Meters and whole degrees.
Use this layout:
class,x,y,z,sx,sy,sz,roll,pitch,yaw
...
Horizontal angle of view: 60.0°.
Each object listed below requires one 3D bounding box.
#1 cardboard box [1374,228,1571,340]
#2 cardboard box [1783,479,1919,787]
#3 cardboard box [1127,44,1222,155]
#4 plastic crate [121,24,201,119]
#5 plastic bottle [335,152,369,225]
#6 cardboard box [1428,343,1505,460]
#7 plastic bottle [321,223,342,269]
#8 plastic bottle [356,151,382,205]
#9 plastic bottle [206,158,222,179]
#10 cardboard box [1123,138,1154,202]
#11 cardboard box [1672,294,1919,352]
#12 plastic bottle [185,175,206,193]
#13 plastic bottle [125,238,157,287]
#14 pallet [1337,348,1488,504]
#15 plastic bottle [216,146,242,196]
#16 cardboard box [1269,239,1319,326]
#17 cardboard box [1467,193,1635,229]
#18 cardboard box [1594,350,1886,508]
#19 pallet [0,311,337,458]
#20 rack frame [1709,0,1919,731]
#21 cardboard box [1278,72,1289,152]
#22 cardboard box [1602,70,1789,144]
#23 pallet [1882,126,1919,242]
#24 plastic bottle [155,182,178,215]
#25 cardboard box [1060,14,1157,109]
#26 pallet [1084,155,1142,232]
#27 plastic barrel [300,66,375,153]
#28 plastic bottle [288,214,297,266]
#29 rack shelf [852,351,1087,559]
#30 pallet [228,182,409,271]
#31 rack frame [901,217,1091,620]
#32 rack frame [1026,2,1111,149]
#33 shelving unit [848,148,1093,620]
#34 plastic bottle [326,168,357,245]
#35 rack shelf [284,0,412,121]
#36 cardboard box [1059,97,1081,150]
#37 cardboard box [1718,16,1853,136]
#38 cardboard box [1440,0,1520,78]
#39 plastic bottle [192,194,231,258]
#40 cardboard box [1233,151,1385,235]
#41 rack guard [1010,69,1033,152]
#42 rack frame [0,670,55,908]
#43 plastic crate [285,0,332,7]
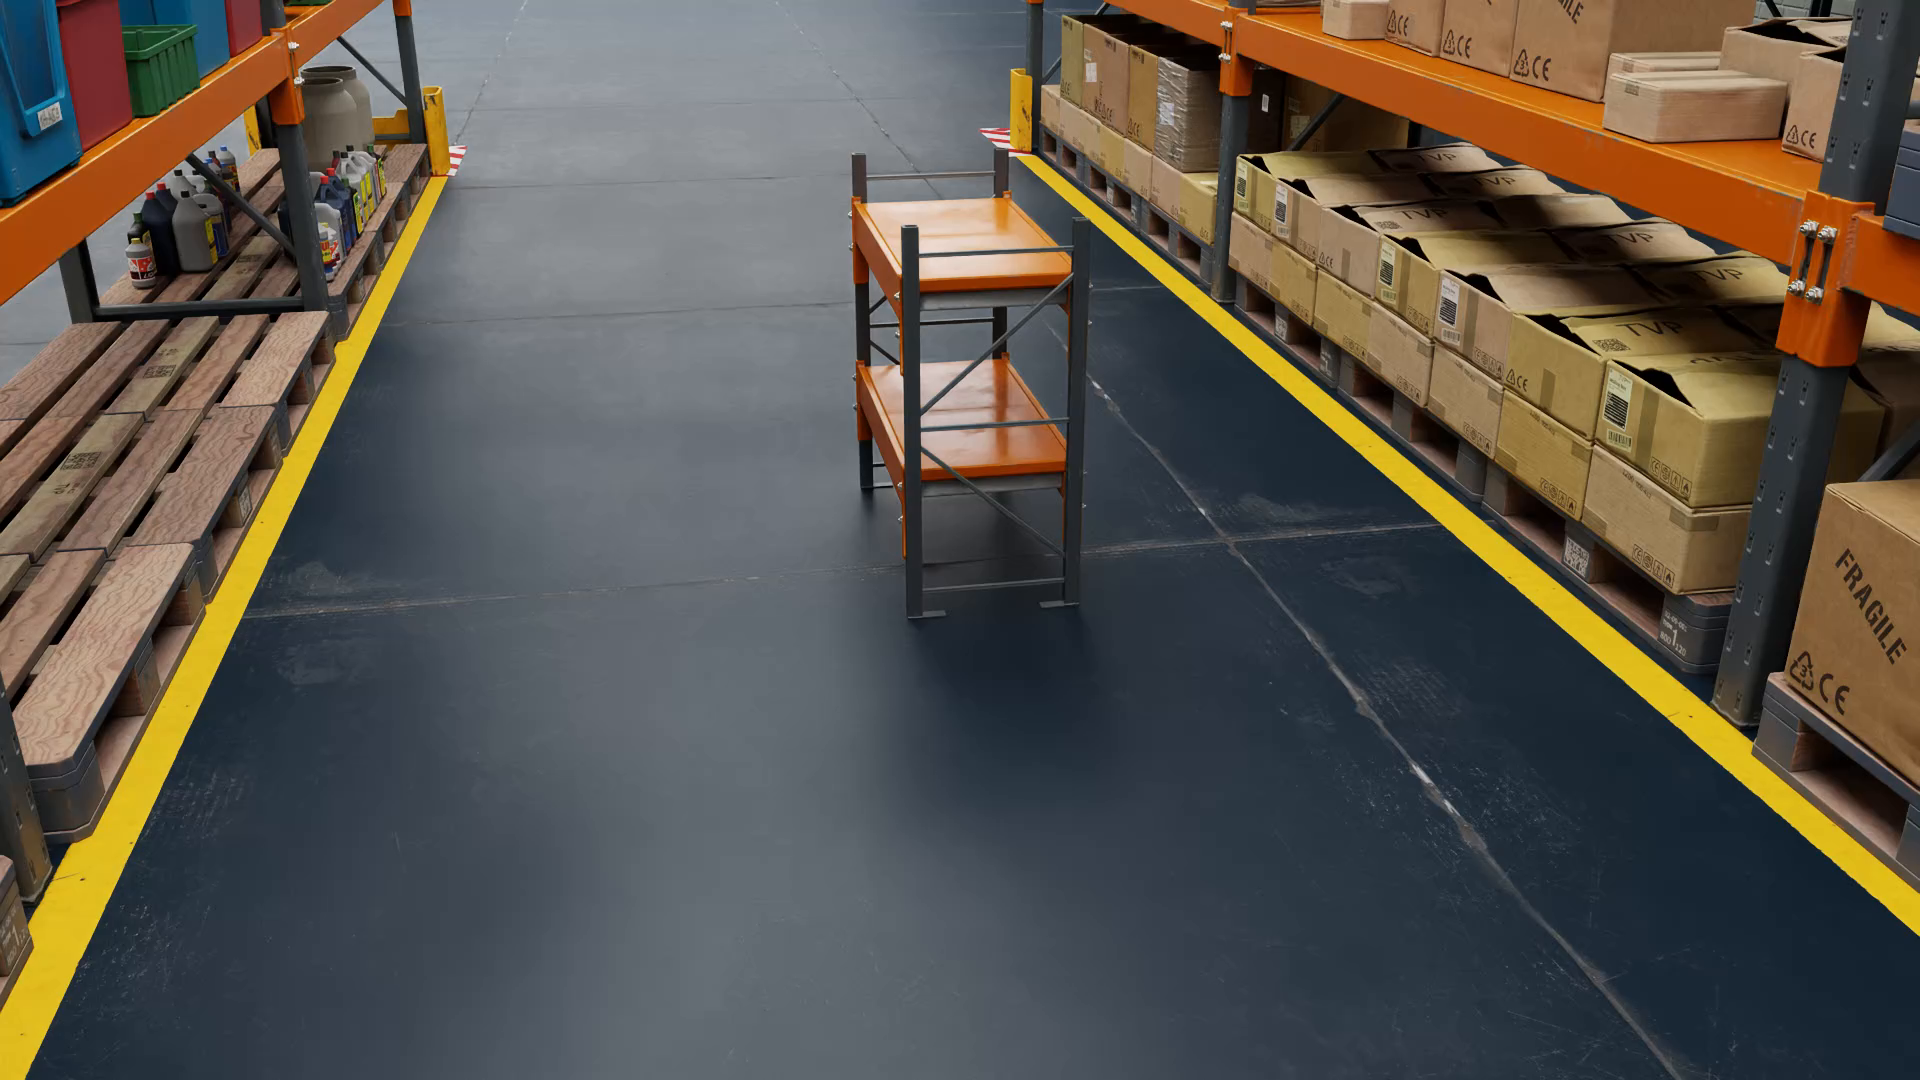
class,x,y,z,sx,sy,sz,roll,pitch,yaw
cardboard box,1.804,-0.936,5.855,0.500,0.311,0.500,-4,24,-8
cardboard box,2.230,0.185,3.651,0.500,0.500,0.500,-3,24,-7
cardboard box,1.209,-2.368,8.899,0.500,0.500,0.500,-4,24,-10
plastic crate,-2.582,-1.406,4.986,0.450,0.188,0.662,-4,24,-10
plastic bottle,-3.036,-1.744,8.256,0.144,0.351,0.185,-4,24,-10
cardboard box,1.901,-0.481,5.513,0.500,0.250,0.500,-4,24,-9
plastic bottle,-2.847,-1.324,7.480,0.097,0.201,0.097,0,24,0
plastic bottle,-3.131,-1.903,8.712,0.152,0.276,0.135,-4,24,-9
plastic bottle,-3.829,-1.821,8.530,0.097,0.271,0.097,0,24,0
cardboard box,1.197,-2.024,9.047,0.500,0.250,0.500,-4,24,-10
cardboard box,2.513,-0.582,5.045,0.500,0.311,0.500,-5,24,-11
plastic bottle,-3.705,-1.619,8.063,0.152,0.276,0.135,-4,24,-9
plastic bottle,-3.555,-1.206,7.210,0.097,0.201,0.097,0,24,0
pallet,2.091,-0.486,6.100,1.003,0.211,1.213,-4,24,-10
plastic bottle,-3.892,-1.955,8.839,0.097,0.271,0.097,0,24,0
cardboard box,1.611,-1.086,6.900,0.500,0.250,0.500,-4,24,-8
cardboard box,2.236,-1.183,6.420,0.500,0.311,0.500,-4,24,-10
cardboard box,2.088,-0.336,4.482,0.500,0.311,0.500,-4,24,-8
pallet,-2.998,-0.583,6.321,1.003,0.211,1.213,-4,24,-10
rack frame,2.427,-0.959,3.697,1.000,3.000,0.127,-4,24,-10
cardboard box,1.809,-2.210,8.536,0.500,0.500,0.500,-4,24,-10
cardboard box,1.989,-1.177,4.511,0.380,0.149,0.250,-4,24,-10
pallet,2.621,-0.609,3.137,1.213,0.211,1.003,-4,24,-10
plastic bottle,-3.619,-1.462,7.610,0.144,0.351,0.185,-6,24,-12
cardboard box,0.922,-2.958,10.248,0.500,0.500,0.500,-4,24,-10
pallet,1.352,-2.051,9.682,1.003,0.211,1.213,-4,24,-10
plastic barrel,-3.724,-2.539,9.900,0.421,0.512,0.421,0,24,0
plastic bottle,-3.001,-1.399,7.549,0.061,0.283,0.133,-4,24,-10
rack shelf,0.001,-0.289,5.117,0.538,0.278,1.000,-4,24,-10
pallet,-3.494,-1.637,8.735,1.003,0.211,1.213,-4,24,-10
rack frame,0.095,-0.313,4.561,0.500,1.125,0.032,-4,24,-10
rack frame,0.947,-4.105,10.902,1.000,3.000,0.127,-4,24,-10
shelving unit,0.001,-0.513,5.019,0.538,1.125,1.048,-4,24,-10
plastic bottle,-2.958,-1.577,7.873,0.144,0.351,0.185,-5,24,-12
rack shelf,-3.551,-2.624,8.409,1.077,0.370,4.000,-4,24,-10
cardboard box,0.924,-2.614,10.398,0.500,0.250,0.500,-4,24,-10
cardboard box,2.452,-1.284,4.554,0.500,0.311,0.500,-5,24,-10
cardboard box,2.003,-1.870,5.660,0.500,0.500,0.500,-4,24,-10
plastic bottle,-3.478,-1.449,7.673,0.152,0.276,0.135,-4,24,-10
cardboard box,1.519,-1.541,7.240,0.500,0.311,0.500,-4,24,-10
rack guard,0.943,-2.969,11.424,1.175,0.500,0.348,-4,24,-10
rack frame,-2.442,-0.594,2.861,1.000,3.000,0.127,-4,24,-10
plastic crate,-3.155,-2.625,7.777,0.450,0.188,0.662,-4,24,-10
